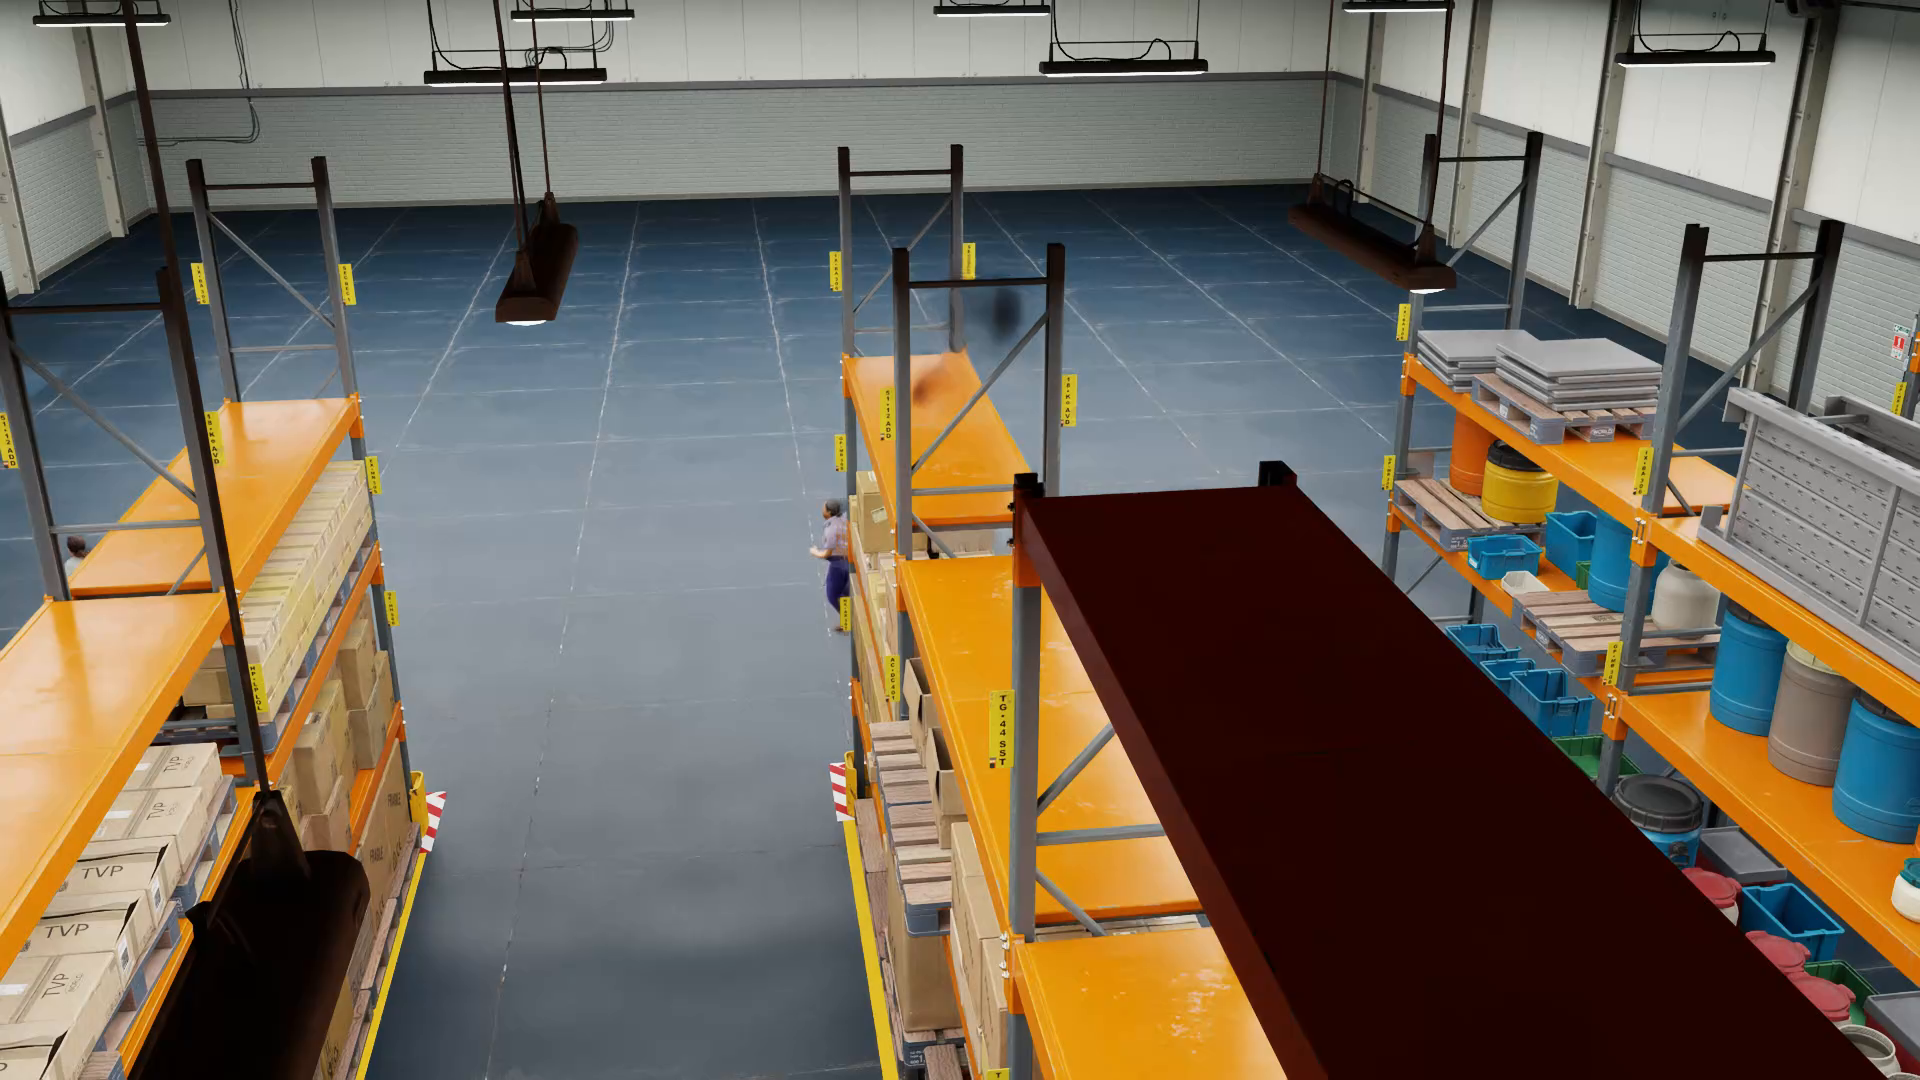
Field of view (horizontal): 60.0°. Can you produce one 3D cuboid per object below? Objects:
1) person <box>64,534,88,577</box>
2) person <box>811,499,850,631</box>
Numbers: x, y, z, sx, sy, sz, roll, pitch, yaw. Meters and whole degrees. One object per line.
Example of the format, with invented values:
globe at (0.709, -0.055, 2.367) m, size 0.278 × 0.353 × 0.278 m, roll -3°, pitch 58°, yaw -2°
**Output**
person at (-9.106, 0.788, 17.549) m, size 0.874 × 1.618 × 0.567 m, roll 20°, pitch 29°, yaw 41°
person at (-1.373, 0.276, 18.827) m, size 0.625 × 1.600 × 0.645 m, roll 8°, pitch 23°, yaw 20°
